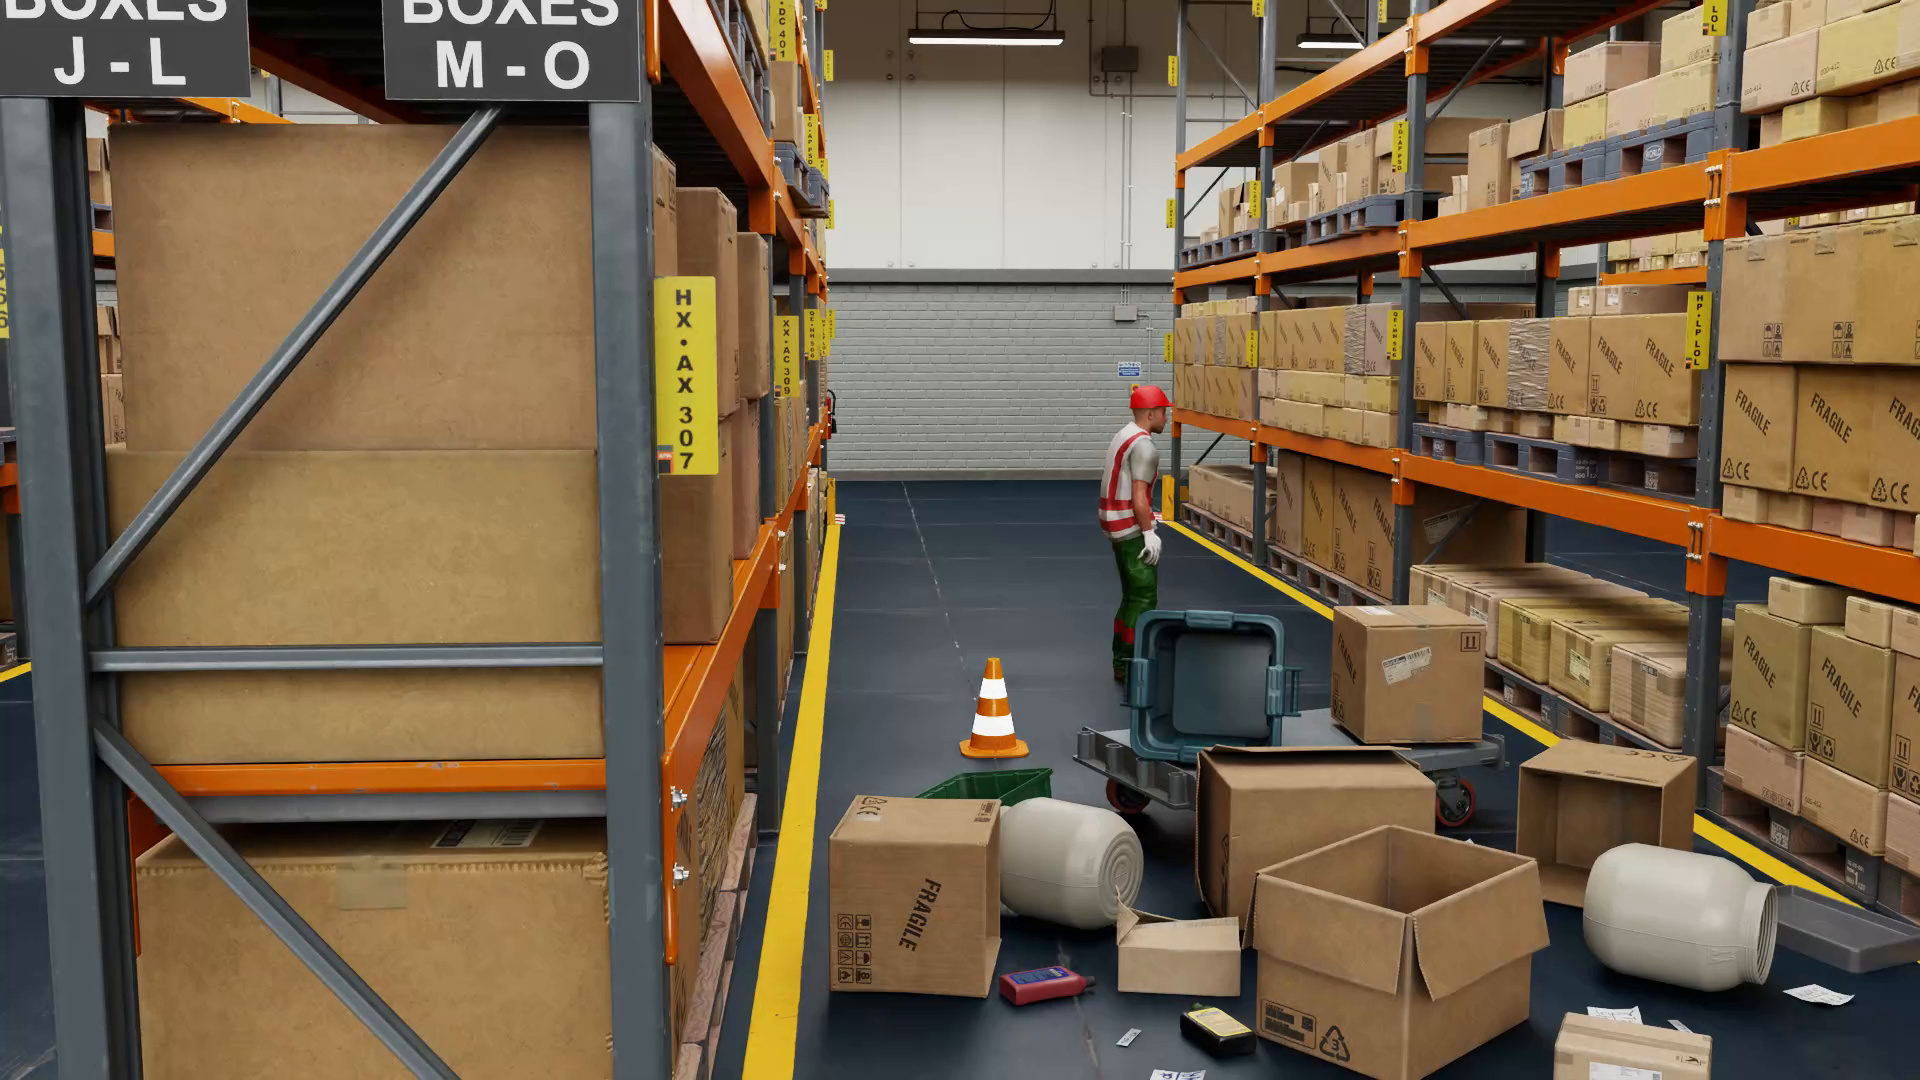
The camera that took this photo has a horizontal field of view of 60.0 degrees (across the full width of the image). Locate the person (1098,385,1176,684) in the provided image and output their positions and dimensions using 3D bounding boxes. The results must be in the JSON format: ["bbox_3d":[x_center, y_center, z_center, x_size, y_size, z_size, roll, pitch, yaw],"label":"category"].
[{"bbox_3d":[1.068,-0.030,9.937,0.451,1.778,0.611,-1,7,-7],"label":"person"}]
